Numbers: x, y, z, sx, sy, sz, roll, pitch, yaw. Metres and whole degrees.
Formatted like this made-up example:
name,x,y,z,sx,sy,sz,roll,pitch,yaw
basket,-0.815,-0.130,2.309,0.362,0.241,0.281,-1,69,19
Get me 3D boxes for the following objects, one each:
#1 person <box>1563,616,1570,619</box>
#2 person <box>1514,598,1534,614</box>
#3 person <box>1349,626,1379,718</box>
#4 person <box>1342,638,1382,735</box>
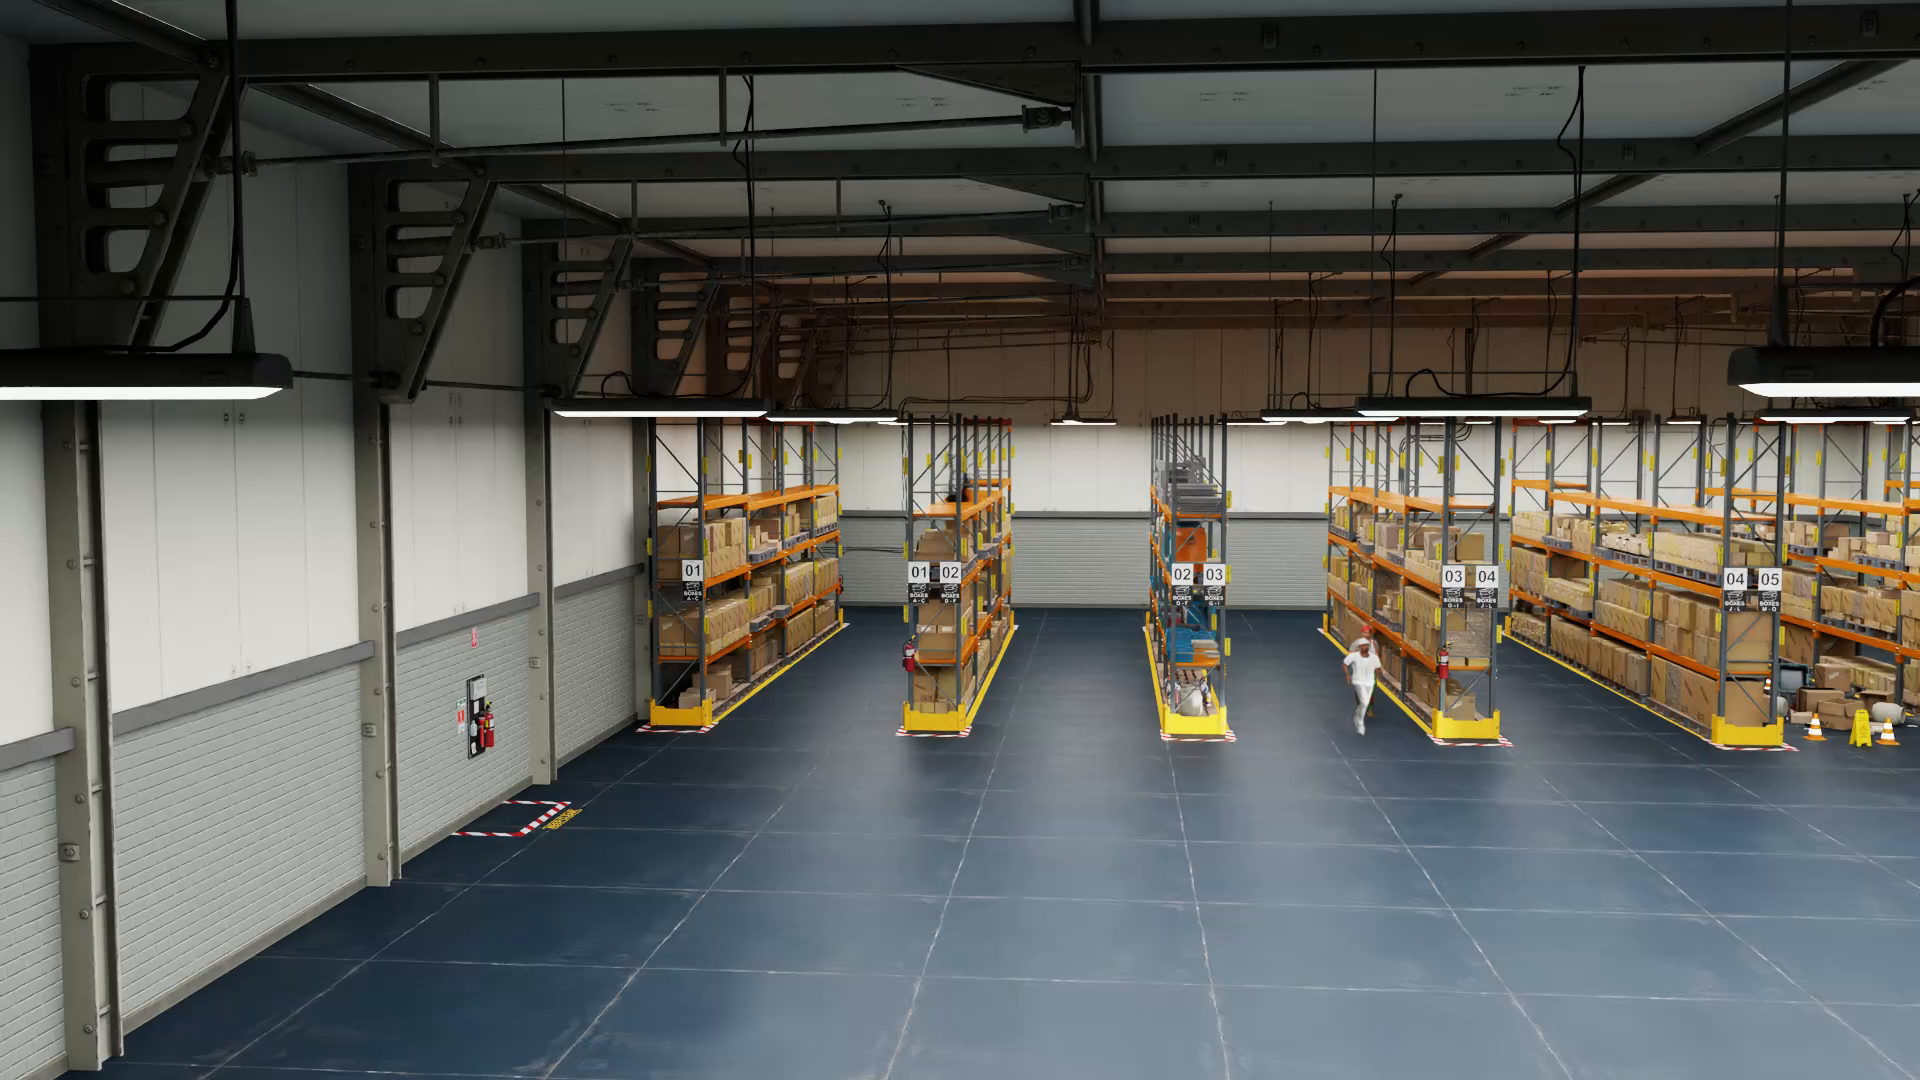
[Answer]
name,x,y,z,sx,sy,sz,roll,pitch,yaw
person,17.038,1.738,46.790,0.614,1.689,0.898,-1,4,-16
person,16.117,1.673,47.313,0.737,1.765,0.701,0,4,1
person,8.052,2.585,33.071,0.649,1.778,1.007,0,4,1
person,7.598,2.738,31.289,0.676,1.805,0.730,-1,4,-13
